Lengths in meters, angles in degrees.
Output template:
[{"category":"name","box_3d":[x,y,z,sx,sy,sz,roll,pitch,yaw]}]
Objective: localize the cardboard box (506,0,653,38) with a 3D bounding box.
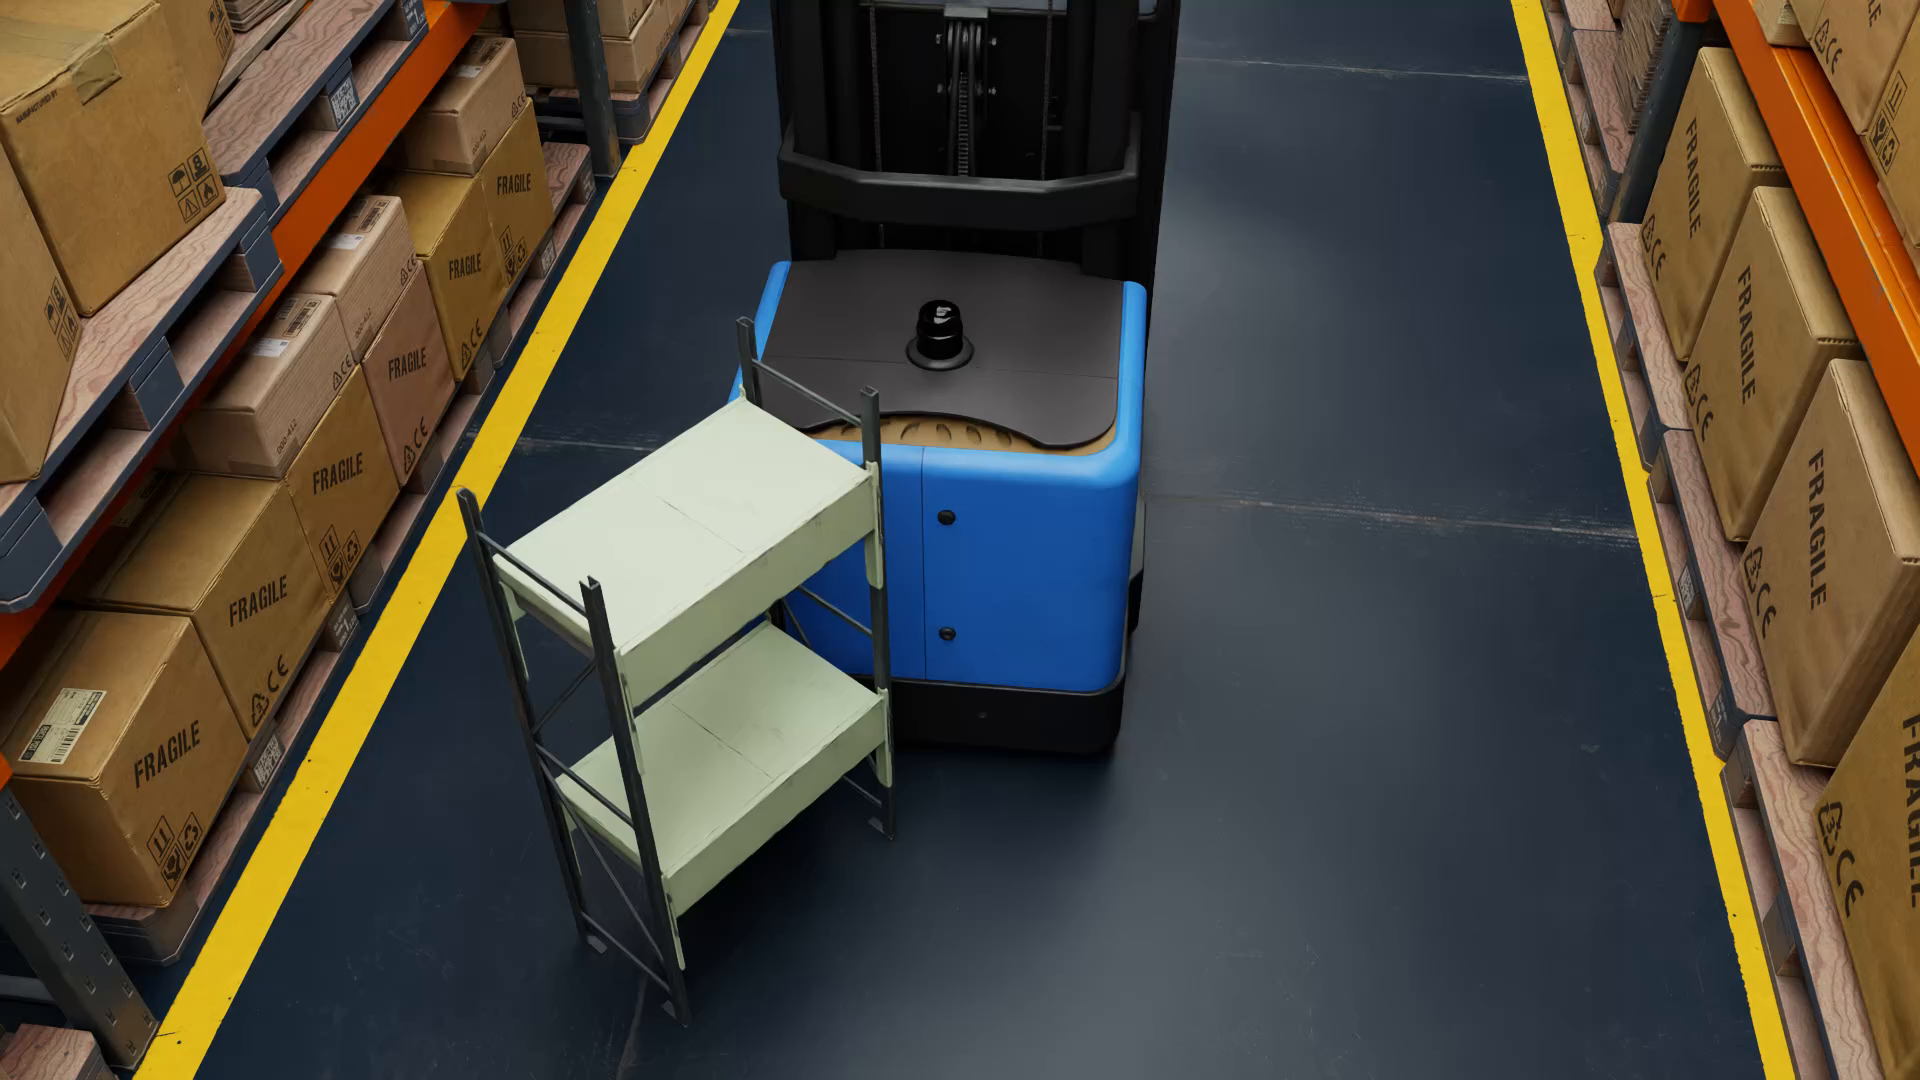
[{"category":"cardboard box","box_3d":[-1.542,-2.335,6.821,0.500,0.311,0.500,7,44,7]}]

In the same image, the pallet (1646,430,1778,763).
[{"category":"pallet","box_3d":[2.665,0.173,4.914,1.003,0.211,1.213,5,44,6]}]

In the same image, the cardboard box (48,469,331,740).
[{"category":"cardboard box","box_3d":[-2.067,0.155,4.403,0.500,0.500,0.500,6,44,6]}]

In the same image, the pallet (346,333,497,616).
[{"category":"pallet","box_3d":[-2.203,-0.300,5.413,1.003,0.211,1.213,5,44,6]}]

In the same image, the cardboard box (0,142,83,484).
[{"category":"cardboard box","box_3d":[-2.147,-0.412,3.126,0.700,0.500,0.500,-8,44,-9]}]

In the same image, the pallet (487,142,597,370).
[{"category":"pallet","box_3d":[-2.039,-1.129,6.289,1.003,0.211,1.213,5,44,6]}]

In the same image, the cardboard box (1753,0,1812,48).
[{"category":"cardboard box","box_3d":[2.574,-1.568,4.892,0.380,0.149,0.250,6,44,7]}]

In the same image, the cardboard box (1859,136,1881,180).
[{"category":"cardboard box","box_3d":[2.592,-1.033,4.327,0.380,0.149,0.250,6,44,6]}]

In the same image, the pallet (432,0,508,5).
[{"category":"pallet","box_3d":[-1.923,-2.109,5.435,1.213,0.211,1.003,5,44,6]}]

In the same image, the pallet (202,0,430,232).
[{"category":"pallet","box_3d":[-2.155,-1.252,4.530,1.003,0.211,1.213,5,44,6]}]

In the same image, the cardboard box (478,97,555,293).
[{"category":"cardboard box","box_3d":[-1.794,-1.240,5.876,0.500,0.500,0.500,7,44,7]}]

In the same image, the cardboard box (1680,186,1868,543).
[{"category":"cardboard box","box_3d":[2.658,-0.486,4.839,0.750,0.750,0.750,5,44,5]}]

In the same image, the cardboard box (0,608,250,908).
[{"category":"cardboard box","box_3d":[-2.126,0.519,4.018,0.500,0.500,0.500,3,44,4]}]

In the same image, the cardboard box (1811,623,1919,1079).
[{"category":"cardboard box","box_3d":[2.436,0.700,3.587,0.750,0.750,0.750,6,44,6]}]

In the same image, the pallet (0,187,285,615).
[{"category":"pallet","box_3d":[-2.218,-0.386,3.616,1.003,0.211,1.213,5,44,6]}]

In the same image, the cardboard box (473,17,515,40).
[{"category":"cardboard box","box_3d":[-2.075,-2.182,7.067,0.500,0.250,0.500,6,44,7]}]

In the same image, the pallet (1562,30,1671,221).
[{"category":"pallet","box_3d":[3.113,-1.719,6.912,1.003,0.211,1.213,5,44,6]}]

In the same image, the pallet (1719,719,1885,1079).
[{"category":"pallet","box_3d":[2.506,1.007,4.033,1.003,0.211,1.213,5,44,6]}]

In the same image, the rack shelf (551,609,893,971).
[{"category":"rack shelf","box_3d":[-0.563,0.585,4.016,0.431,0.370,0.720,31,51,28]}]

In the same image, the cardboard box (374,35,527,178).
[{"category":"cardboard box","box_3d":[-1.797,-1.474,5.578,0.500,0.250,0.500,7,44,7]}]

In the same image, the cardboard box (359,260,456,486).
[{"category":"cardboard box","box_3d":[-1.926,-0.529,5.126,0.500,0.500,0.500,4,44,4]}]

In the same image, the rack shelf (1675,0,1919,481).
[{"category":"rack shelf","box_3d":[2.743,-0.575,4.199,1.077,0.370,4.000,5,44,6]}]

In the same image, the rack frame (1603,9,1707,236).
[{"category":"rack frame","box_3d":[3.008,-2.199,5.391,1.000,3.000,0.127,5,44,6]}]

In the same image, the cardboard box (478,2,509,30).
[{"category":"cardboard box","box_3d":[-2.078,-2.384,6.873,0.500,0.311,0.500,6,44,7]}]

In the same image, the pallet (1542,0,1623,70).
[{"category":"pallet","box_3d":[3.276,-2.548,7.788,1.003,0.211,1.213,5,44,6]}]

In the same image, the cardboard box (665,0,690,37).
[{"category":"cardboard box","box_3d":[-1.477,-2.474,7.376,0.500,0.250,0.500,4,44,4]}]

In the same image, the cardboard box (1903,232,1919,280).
[{"category":"cardboard box","box_3d":[2.501,-0.687,3.962,0.380,0.149,0.250,7,44,7]}]

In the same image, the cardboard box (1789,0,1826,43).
[{"category":"cardboard box","box_3d":[2.612,-1.687,4.546,0.500,0.500,0.500,7,44,7]}]

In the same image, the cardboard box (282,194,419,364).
[{"category":"cardboard box","box_3d":[-1.928,-0.776,4.841,0.500,0.250,0.500,4,44,5]}]

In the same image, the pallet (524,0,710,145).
[{"category":"pallet","box_3d":[-1.755,-2.192,7.411,1.003,0.211,1.213,5,44,6]}]

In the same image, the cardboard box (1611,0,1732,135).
[{"category":"cardboard box","box_3d":[3.051,-1.947,6.622,0.700,0.500,0.500,6,44,6]}]

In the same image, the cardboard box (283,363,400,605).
[{"category":"cardboard box","box_3d":[-1.993,-0.185,4.762,0.500,0.500,0.500,6,44,6]}]

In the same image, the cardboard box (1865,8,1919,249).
[{"category":"cardboard box","box_3d":[2.484,-0.993,3.814,0.500,0.500,0.500,6,44,7]}]

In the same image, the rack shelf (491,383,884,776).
[{"category":"rack shelf","box_3d":[-0.563,0.065,3.523,0.431,0.370,0.720,31,51,28]}]

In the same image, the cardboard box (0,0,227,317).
[{"category":"cardboard box","box_3d":[-2.119,-0.887,3.627,0.700,0.500,0.500,12,45,12]}]

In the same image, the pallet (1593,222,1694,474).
[{"category":"pallet","box_3d":[2.829,-0.656,5.790,1.003,0.211,1.213,5,44,6]}]

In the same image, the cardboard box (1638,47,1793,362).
[{"category":"cardboard box","box_3d":[2.781,-1.082,5.469,0.750,0.750,0.750,5,44,5]}]

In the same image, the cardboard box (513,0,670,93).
[{"category":"cardboard box","box_3d":[-1.542,-2.131,7.014,0.500,0.250,0.500,5,44,5]}]

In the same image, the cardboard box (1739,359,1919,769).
[{"category":"cardboard box","box_3d":[2.551,0.094,4.227,0.750,0.750,0.750,6,44,7]}]

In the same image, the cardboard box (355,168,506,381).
[{"category":"cardboard box","box_3d":[-1.863,-0.888,5.504,0.500,0.500,0.500,4,44,4]}]

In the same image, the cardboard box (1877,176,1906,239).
[{"category":"cardboard box","box_3d":[2.543,-0.866,4.151,0.380,0.149,0.250,5,44,6]}]

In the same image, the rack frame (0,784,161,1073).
[{"category":"rack frame","box_3d":[-2.432,0.079,2.985,1.000,3.000,0.127,5,44,6]}]

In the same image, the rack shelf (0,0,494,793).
[{"category":"rack shelf","box_3d":[-2.167,-1.023,4.672,1.077,0.370,4.000,5,44,6]}]

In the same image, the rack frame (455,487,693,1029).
[{"category":"rack frame","box_3d":[-0.803,0.538,3.591,0.400,1.500,0.023,31,51,28]}]

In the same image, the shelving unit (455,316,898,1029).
[{"category":"shelving unit","box_3d":[-0.563,0.348,3.792,0.431,1.500,0.755,31,51,28]}]

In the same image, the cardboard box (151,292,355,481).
[{"category":"cardboard box","box_3d":[-1.994,-0.434,4.480,0.500,0.250,0.500,5,44,6]}]

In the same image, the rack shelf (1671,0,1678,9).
[{"category":"rack shelf","box_3d":[3.272,-3.301,7.078,1.077,0.370,4.000,5,44,6]}]

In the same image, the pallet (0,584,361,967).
[{"category":"pallet","box_3d":[-2.362,0.534,4.533,1.003,0.211,1.213,5,44,6]}]

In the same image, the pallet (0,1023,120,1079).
[{"category":"pallet","box_3d":[-2.523,1.560,3.449,1.003,0.211,1.213,5,44,6]}]

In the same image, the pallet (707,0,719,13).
[{"category":"pallet","box_3d":[-1.592,-3.021,8.287,1.003,0.211,1.213,5,44,6]}]

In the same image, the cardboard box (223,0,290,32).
[{"category":"cardboard box","box_3d":[-2.185,-1.790,4.581,0.700,0.500,0.500,13,45,13]}]

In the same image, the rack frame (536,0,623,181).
[{"category":"rack frame","box_3d":[-1.903,-2.647,5.864,1.000,3.000,0.127,5,44,6]}]

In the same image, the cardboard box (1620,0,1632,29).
[{"category":"cardboard box","box_3d":[3.235,-2.287,6.982,0.700,0.500,0.500,5,44,5]}]

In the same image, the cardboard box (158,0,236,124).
[{"category":"cardboard box","box_3d":[-2.259,-1.319,4.084,0.700,0.500,0.500,-5,44,-5]}]

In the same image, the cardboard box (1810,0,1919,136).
[{"category":"cardboard box","box_3d":[2.545,-1.349,4.189,0.500,0.500,0.500,5,44,5]}]

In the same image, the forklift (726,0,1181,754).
[{"category":"forklift","box_3d":[0.065,-1.495,4.697,1.130,2.935,3.031,4,44,4]}]

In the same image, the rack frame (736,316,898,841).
[{"category":"rack frame","box_3d":[-0.323,0.158,3.992,0.400,1.500,0.023,31,51,28]}]

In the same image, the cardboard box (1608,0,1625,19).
[{"category":"cardboard box","box_3d":[3.272,-2.628,7.342,0.700,0.500,0.500,5,44,5]}]
